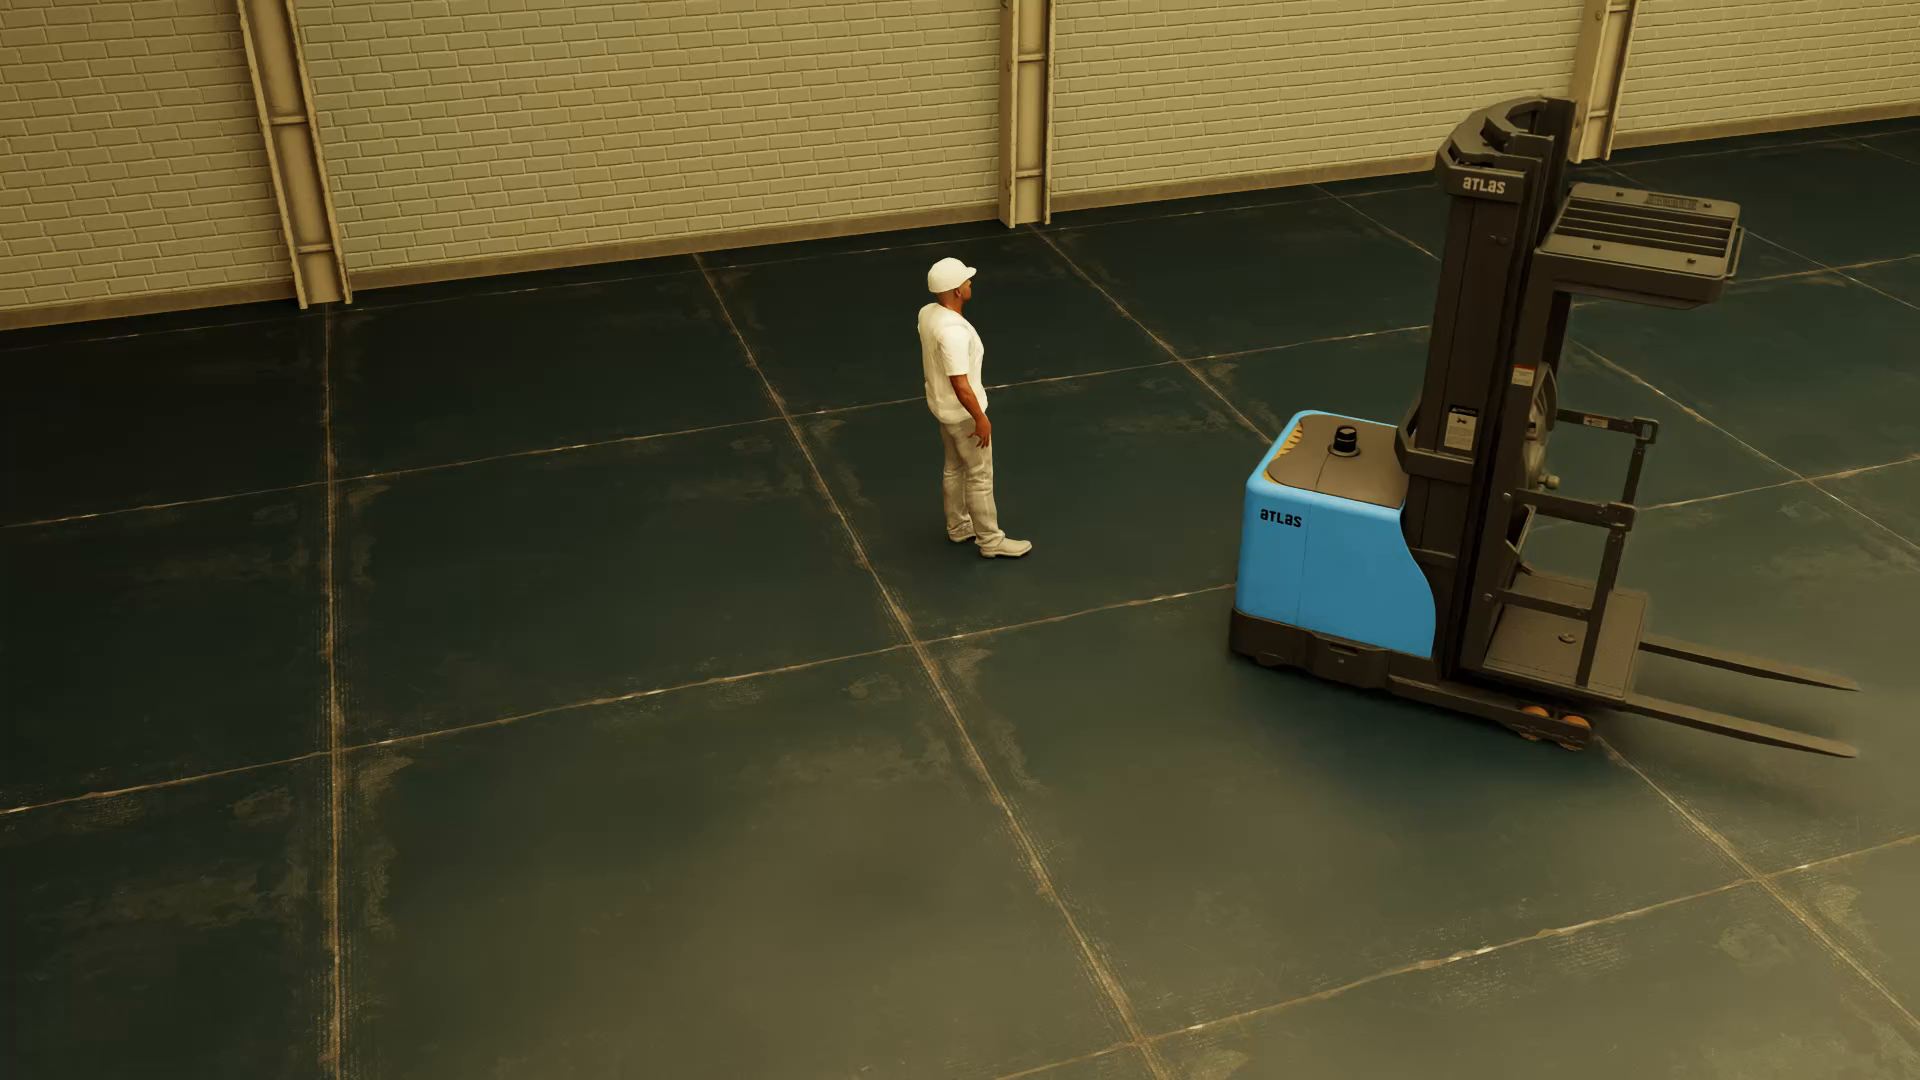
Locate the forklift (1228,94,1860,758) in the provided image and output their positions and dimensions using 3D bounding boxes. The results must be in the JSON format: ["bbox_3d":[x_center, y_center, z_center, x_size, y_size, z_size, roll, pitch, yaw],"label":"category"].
[{"bbox_3d":[2.996,-0.535,8.017,3.031,2.935,1.130,14,33,22],"label":"forklift"}]

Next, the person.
[{"bbox_3d":[0.068,-0.780,9.597,0.575,1.768,0.666,-10,31,-16],"label":"person"}]
